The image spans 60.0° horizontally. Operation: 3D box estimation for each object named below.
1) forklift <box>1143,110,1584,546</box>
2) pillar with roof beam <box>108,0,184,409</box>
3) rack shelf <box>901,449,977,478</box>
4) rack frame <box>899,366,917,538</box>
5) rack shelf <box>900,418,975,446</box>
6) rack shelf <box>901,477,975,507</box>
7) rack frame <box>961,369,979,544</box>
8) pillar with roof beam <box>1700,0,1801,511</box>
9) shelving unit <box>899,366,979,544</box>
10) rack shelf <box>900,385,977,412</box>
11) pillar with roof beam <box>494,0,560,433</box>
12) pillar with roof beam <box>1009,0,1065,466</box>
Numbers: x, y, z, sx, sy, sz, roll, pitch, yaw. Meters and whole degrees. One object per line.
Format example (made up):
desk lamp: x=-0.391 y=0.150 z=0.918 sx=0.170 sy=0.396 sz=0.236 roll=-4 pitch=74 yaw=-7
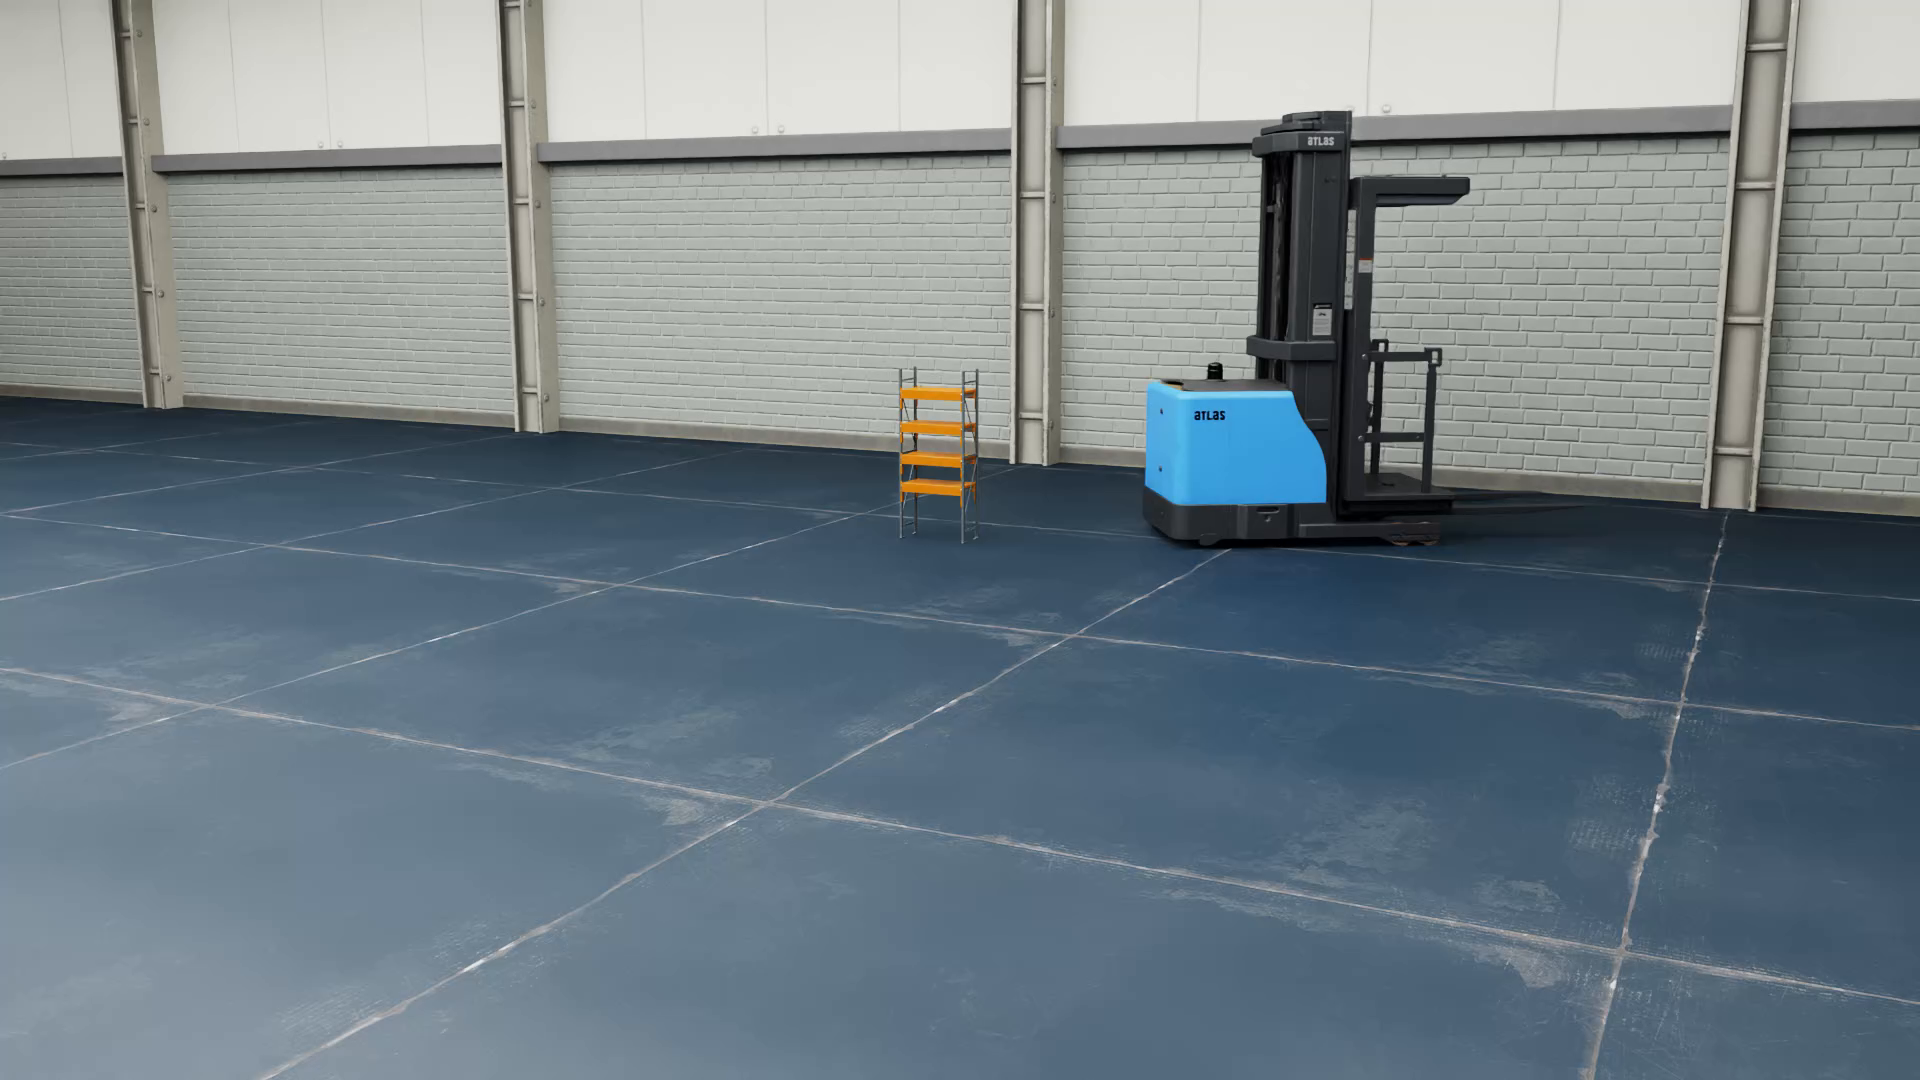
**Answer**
forklift: x=2.900 y=-1.493 z=11.751 sx=3.031 sy=2.935 sz=1.130 roll=-1 pitch=10 yaw=-7
pillar with roof beam: x=-11.955 y=-5.421 z=16.413 sx=0.400 sy=9.000 sz=9.100 roll=5 pitch=11 yaw=26
rack shelf: x=-0.148 y=-0.537 z=11.707 sx=0.480 sy=0.148 sz=0.258 roll=5 pitch=11 yaw=26
rack frame: x=-0.367 y=-0.623 z=11.802 sx=0.015 sy=1.200 sz=0.240 roll=5 pitch=11 yaw=26
rack shelf: x=-0.148 y=-0.757 z=11.668 sx=0.480 sy=0.148 sz=0.258 roll=5 pitch=11 yaw=26
rack shelf: x=-0.148 y=-0.342 z=11.743 sx=0.480 sy=0.148 sz=0.258 roll=5 pitch=11 yaw=26
rack frame: x=0.070 y=-0.584 z=11.589 sx=0.015 sy=1.200 sz=0.240 roll=5 pitch=11 yaw=26
pillar with roof beam: x=4.187 y=-4.002 z=8.576 sx=0.400 sy=9.000 sz=9.100 roll=5 pitch=11 yaw=26
shelving unit: x=-0.148 y=-0.603 z=11.695 sx=0.503 sy=1.200 sz=0.258 roll=5 pitch=11 yaw=26
rack shelf: x=-0.148 y=-0.990 z=11.625 sx=0.480 sy=0.148 sz=0.258 roll=5 pitch=11 yaw=26
pillar with roof beam: x=-6.574 y=-4.948 z=13.801 sx=0.400 sy=9.000 sz=9.100 roll=5 pitch=11 yaw=26
pillar with roof beam: x=-1.194 y=-4.475 z=11.188 sx=0.400 sy=9.000 sz=9.100 roll=5 pitch=11 yaw=26
